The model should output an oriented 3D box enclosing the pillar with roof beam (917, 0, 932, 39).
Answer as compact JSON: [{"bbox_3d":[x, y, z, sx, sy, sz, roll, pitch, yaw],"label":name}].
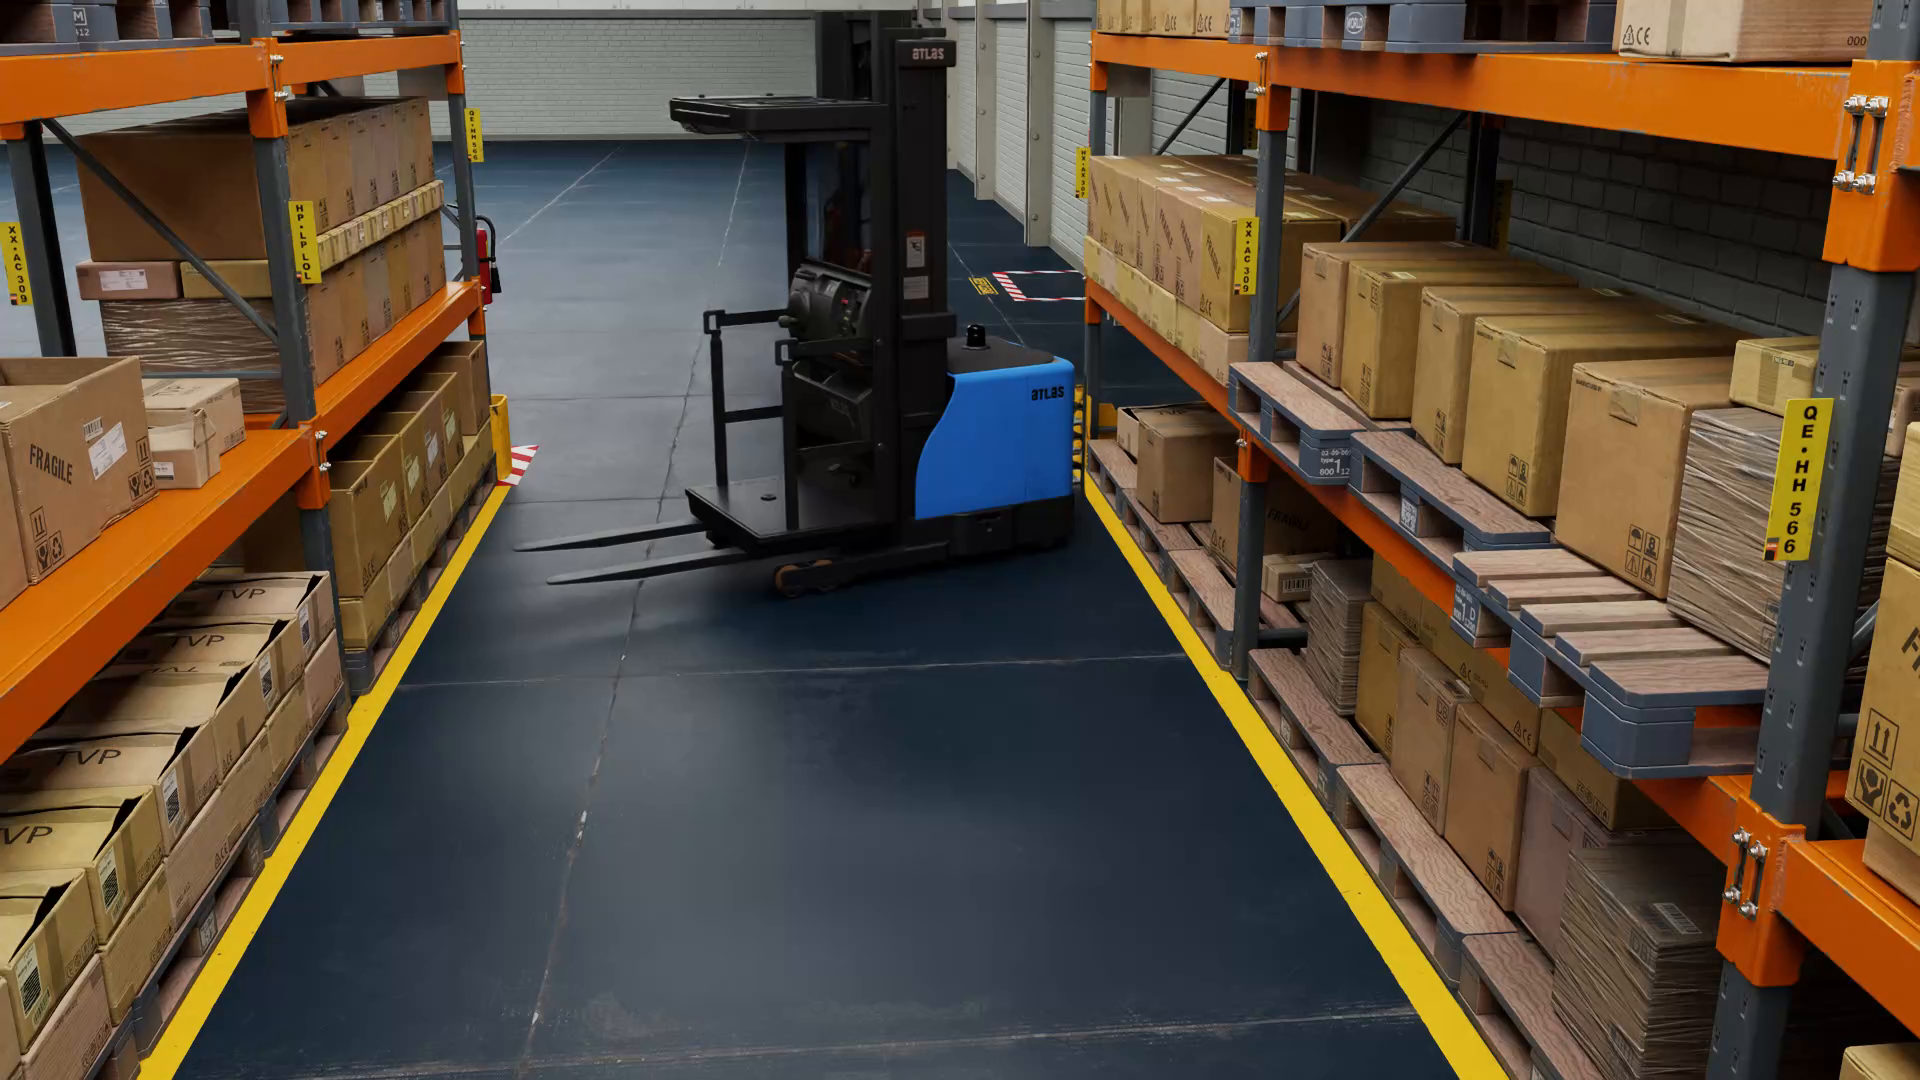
[{"bbox_3d":[-5.097,-13.489,37.619,9.100,9.000,0.400,-2,18,-6],"label":"pillar with roof beam"}]

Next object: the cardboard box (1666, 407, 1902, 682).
[{"bbox_3d":[2.114,-0.017,3.823,0.700,0.500,0.500,-4,18,-12],"label":"cardboard box"}]

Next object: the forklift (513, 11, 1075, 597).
[{"bbox_3d":[-0.882,-1.279,8.857,3.031,2.935,1.130,-10,20,-28],"label":"forklift"}]

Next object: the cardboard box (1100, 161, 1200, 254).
[{"bbox_3d":[1.138,-2.000,10.005,0.500,0.500,0.500,-2,18,-5],"label":"cardboard box"}]

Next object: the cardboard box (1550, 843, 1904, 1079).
[{"bbox_3d":[2.046,1.150,4.446,0.700,0.500,0.500,-2,17,-5],"label":"cardboard box"}]

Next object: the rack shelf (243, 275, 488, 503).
[{"bbox_3d":[-3.374,-0.910,8.770,1.077,0.370,4.000,-2,18,-6],"label":"rack shelf"}]

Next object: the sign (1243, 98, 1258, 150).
[{"bbox_3d":[1.901,-2.718,10.866,0.100,0.325,0.005,-2,18,-6],"label":"sign"}]

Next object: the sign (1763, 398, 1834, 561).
[{"bbox_3d":[1.633,-0.115,3.235,0.100,0.325,0.005,-2,18,-6],"label":"sign"}]

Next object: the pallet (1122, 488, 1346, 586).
[{"bbox_3d":[1.526,-0.045,9.467,1.003,0.211,1.213,-2,18,-6],"label":"pallet"}]

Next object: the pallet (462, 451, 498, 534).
[{"bbox_3d":[-3.459,-0.292,10.256,1.003,0.211,1.213,-2,18,-6],"label":"pallet"}]

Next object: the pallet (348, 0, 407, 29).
[{"bbox_3d":[-3.404,-2.662,8.290,1.003,0.211,1.213,-2,18,-6],"label":"pallet"}]

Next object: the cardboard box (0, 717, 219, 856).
[{"bbox_3d":[-2.683,0.752,5.229,0.500,0.311,0.500,-2,18,-6],"label":"cardboard box"}]

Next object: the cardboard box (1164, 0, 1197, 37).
[{"bbox_3d":[1.327,-2.758,8.246,0.500,0.500,0.500,-2,18,-8],"label":"cardboard box"}]

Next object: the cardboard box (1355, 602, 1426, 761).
[{"bbox_3d":[1.955,0.542,6.381,0.700,0.500,0.500,-2,18,-7],"label":"cardboard box"}]

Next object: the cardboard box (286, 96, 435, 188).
[{"bbox_3d":[-3.539,-2.361,9.856,0.700,0.500,0.500,-2,18,-5],"label":"cardboard box"}]

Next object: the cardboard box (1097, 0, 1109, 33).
[{"bbox_3d":[1.133,-3.385,10.242,0.500,0.500,0.500,-1,17,-4],"label":"cardboard box"}]

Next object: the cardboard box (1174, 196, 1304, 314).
[{"bbox_3d":[1.346,-1.387,8.053,0.500,0.500,0.500,-2,18,-6],"label":"cardboard box"}]

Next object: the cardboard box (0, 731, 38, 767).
[{"bbox_3d":[-3.213,0.775,5.153,0.500,0.311,0.500,-1,17,-4],"label":"cardboard box"}]

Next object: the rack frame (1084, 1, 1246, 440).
[{"bbox_3d":[1.347,-2.003,11.051,1.000,3.000,0.127,-2,18,-6],"label":"rack frame"}]

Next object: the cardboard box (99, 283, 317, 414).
[{"bbox_3d":[-3.219,-0.837,7.169,0.700,0.500,0.500,-2,18,-7],"label":"cardboard box"}]

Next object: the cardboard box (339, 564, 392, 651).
[{"bbox_3d":[-2.914,0.306,7.583,0.500,0.250,0.500,-2,18,-6],"label":"cardboard box"}]

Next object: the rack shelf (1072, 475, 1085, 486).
[{"bbox_3d":[0.587,-0.340,9.968,0.258,0.077,0.200,-9,20,-28],"label":"rack shelf"}]

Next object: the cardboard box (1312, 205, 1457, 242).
[{"bbox_3d":[1.919,-1.254,7.629,0.500,0.500,0.500,-2,18,-7],"label":"cardboard box"}]

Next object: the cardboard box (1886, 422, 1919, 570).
[{"bbox_3d":[1.965,-0.025,2.801,0.500,0.250,0.500,-1,17,-4],"label":"cardboard box"}]

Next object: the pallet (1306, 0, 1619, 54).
[{"bbox_3d":[1.827,-1.657,5.253,1.213,0.211,1.003,-2,18,-6],"label":"pallet"}]

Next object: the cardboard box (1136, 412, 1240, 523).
[{"bbox_3d":[1.413,-0.422,9.452,0.700,0.500,0.500,-3,18,-9],"label":"cardboard box"}]

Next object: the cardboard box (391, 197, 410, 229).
[{"bbox_3d":[-3.245,-1.791,9.125,0.380,0.149,0.250,-1,17,-4],"label":"cardboard box"}]

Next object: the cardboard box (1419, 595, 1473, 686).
[{"bbox_3d":[1.958,0.318,5.843,0.500,0.250,0.500,-2,18,-7],"label":"cardboard box"}]

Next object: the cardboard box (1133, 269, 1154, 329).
[{"bbox_3d":[1.246,-1.329,9.121,0.500,0.250,0.500,-2,18,-5],"label":"cardboard box"}]

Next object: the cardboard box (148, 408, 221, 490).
[{"bbox_3d":[-2.894,-0.337,5.968,0.396,0.266,0.258,-2,18,-7],"label":"cardboard box"}]

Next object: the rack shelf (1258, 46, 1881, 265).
[{"bbox_3d":[1.966,-1.304,5.015,1.077,0.370,4.000,-2,18,-6],"label":"rack shelf"}]

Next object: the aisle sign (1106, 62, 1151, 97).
[{"bbox_3d":[1.041,-3.256,10.700,0.394,0.787,0.004,-2,18,-6],"label":"aisle sign"}]

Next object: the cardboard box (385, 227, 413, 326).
[{"bbox_3d":[-3.440,-1.453,9.131,0.700,0.500,0.500,-2,18,-5],"label":"cardboard box"}]

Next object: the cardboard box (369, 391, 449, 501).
[{"bbox_3d":[-3.061,-0.499,8.895,0.500,0.500,0.500,-2,18,-6],"label":"cardboard box"}]

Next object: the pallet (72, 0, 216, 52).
[{"bbox_3d":[-3.064,-1.735,5.507,0.805,0.209,1.217,-2,18,-8],"label":"pallet"}]

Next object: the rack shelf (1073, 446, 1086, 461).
[{"bbox_3d":[0.588,-0.512,9.915,0.258,0.077,0.200,-9,20,-28],"label":"rack shelf"}]

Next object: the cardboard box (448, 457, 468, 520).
[{"bbox_3d":[-3.114,-0.290,9.481,0.500,0.250,0.500,-2,18,-6],"label":"cardboard box"}]

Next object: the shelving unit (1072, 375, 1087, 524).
[{"bbox_3d":[0.588,-0.544,9.905,0.258,0.900,0.210,-9,20,-28],"label":"shelving unit"}]

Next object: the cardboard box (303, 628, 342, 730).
[{"bbox_3d":[-2.836,0.568,6.748,0.500,0.250,0.500,-2,18,-6],"label":"cardboard box"}]

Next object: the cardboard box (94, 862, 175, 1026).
[{"bbox_3d":[-2.629,1.176,4.812,0.500,0.250,0.500,-2,18,-7],"label":"cardboard box"}]

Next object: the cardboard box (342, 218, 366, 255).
[{"bbox_3d":[-3.139,-1.485,8.148,0.380,0.149,0.250,-2,18,-7],"label":"cardboard box"}]

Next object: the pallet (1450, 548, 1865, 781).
[{"bbox_3d":[1.993,0.262,4.153,1.213,0.211,1.003,-2,18,-6],"label":"pallet"}]

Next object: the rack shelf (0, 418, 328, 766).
[{"bbox_3d":[-2.961,0.281,4.974,1.077,0.370,4.000,-2,18,-6],"label":"rack shelf"}]

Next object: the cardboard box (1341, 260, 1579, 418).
[{"bbox_3d":[1.829,-0.750,6.157,0.700,0.500,0.500,0,17,0],"label":"cardboard box"}]

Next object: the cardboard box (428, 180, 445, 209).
[{"bbox_3d":[-3.351,-2.099,10.104,0.380,0.149,0.250,-2,18,-7],"label":"cardboard box"}]

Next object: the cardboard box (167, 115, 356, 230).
[{"bbox_3d":[-3.324,-1.756,7.930,0.700,0.500,0.500,-2,18,-6],"label":"cardboard box"}]

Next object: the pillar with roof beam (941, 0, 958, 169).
[{"bbox_3d":[-4.478,-11.701,31.925,9.100,9.000,0.400,-2,18,-6],"label":"pillar with roof beam"}]

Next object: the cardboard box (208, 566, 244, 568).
[{"bbox_3d":[-3.474,0.173,8.007,0.500,0.250,0.500,-2,18,-6],"label":"cardboard box"}]

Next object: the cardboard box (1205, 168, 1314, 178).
[{"bbox_3d":[1.707,-1.861,9.563,0.500,0.500,0.500,-2,18,-7],"label":"cardboard box"}]
